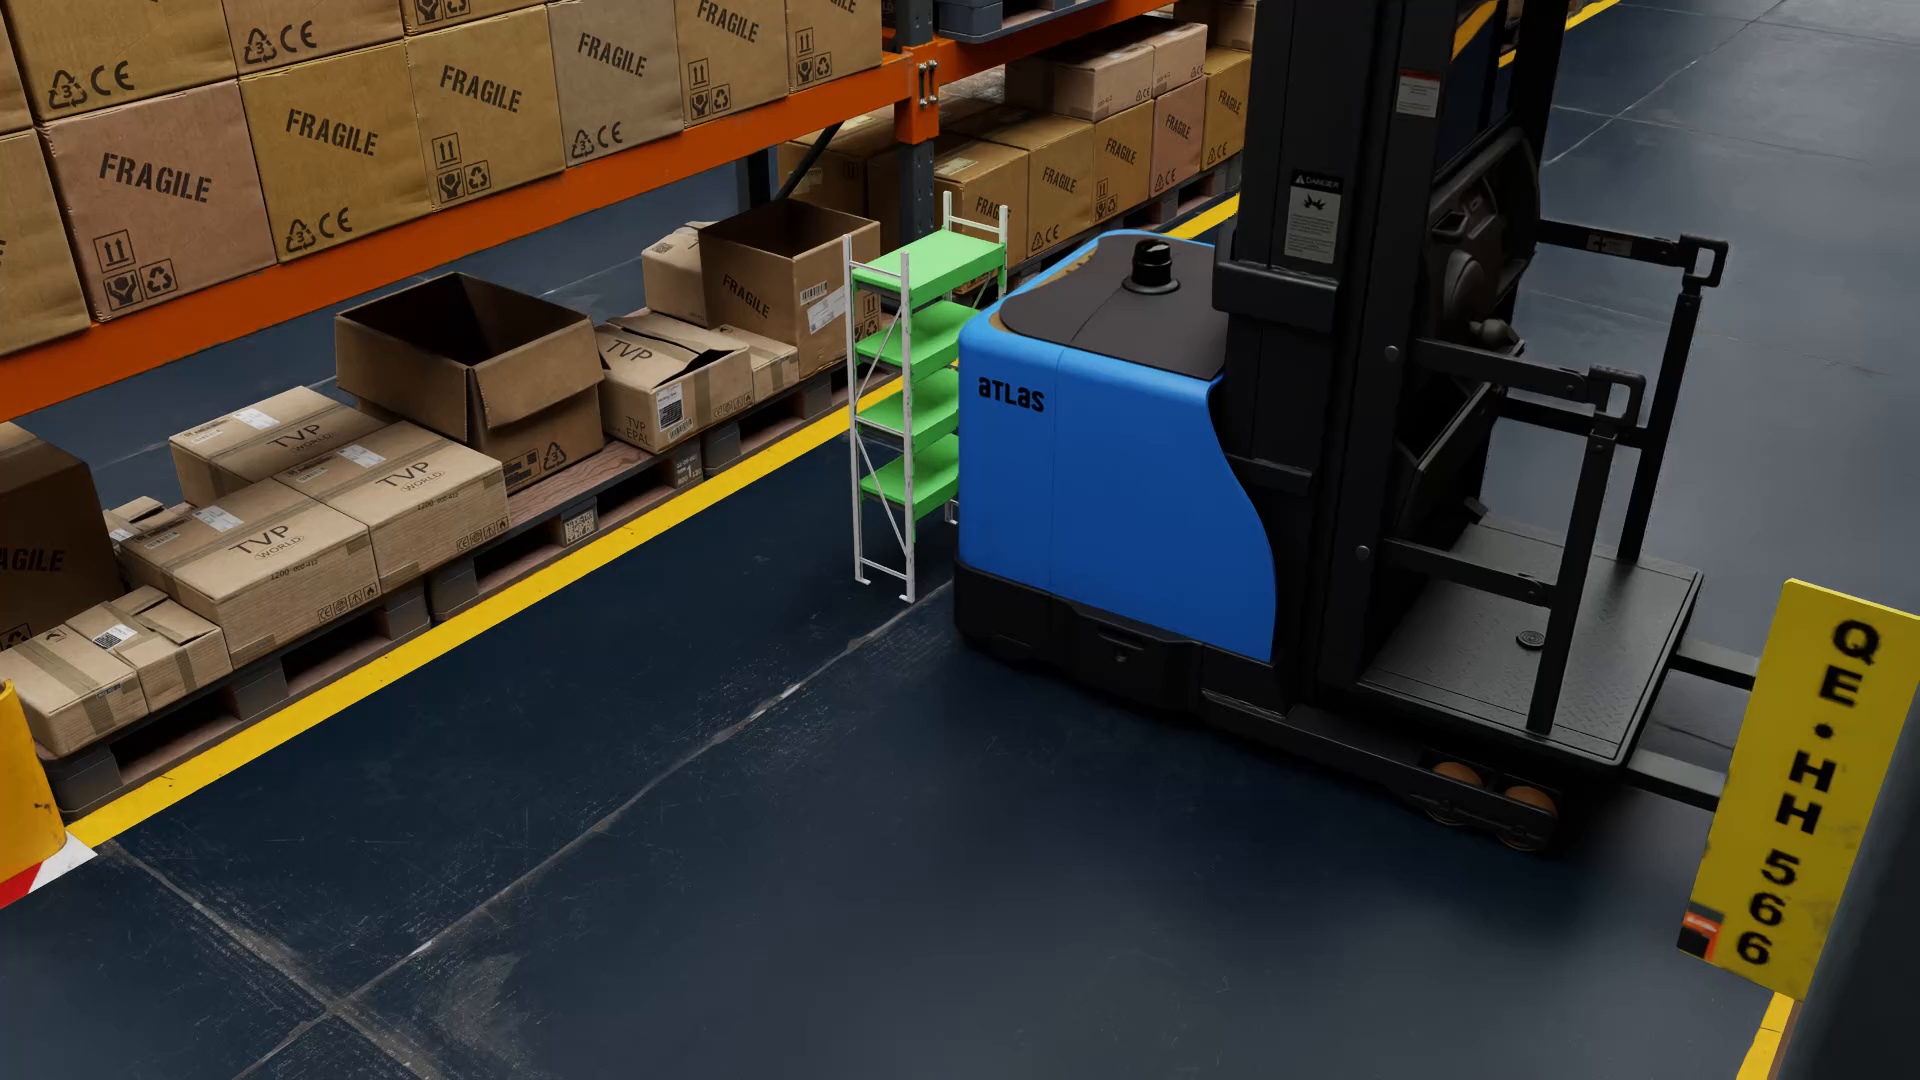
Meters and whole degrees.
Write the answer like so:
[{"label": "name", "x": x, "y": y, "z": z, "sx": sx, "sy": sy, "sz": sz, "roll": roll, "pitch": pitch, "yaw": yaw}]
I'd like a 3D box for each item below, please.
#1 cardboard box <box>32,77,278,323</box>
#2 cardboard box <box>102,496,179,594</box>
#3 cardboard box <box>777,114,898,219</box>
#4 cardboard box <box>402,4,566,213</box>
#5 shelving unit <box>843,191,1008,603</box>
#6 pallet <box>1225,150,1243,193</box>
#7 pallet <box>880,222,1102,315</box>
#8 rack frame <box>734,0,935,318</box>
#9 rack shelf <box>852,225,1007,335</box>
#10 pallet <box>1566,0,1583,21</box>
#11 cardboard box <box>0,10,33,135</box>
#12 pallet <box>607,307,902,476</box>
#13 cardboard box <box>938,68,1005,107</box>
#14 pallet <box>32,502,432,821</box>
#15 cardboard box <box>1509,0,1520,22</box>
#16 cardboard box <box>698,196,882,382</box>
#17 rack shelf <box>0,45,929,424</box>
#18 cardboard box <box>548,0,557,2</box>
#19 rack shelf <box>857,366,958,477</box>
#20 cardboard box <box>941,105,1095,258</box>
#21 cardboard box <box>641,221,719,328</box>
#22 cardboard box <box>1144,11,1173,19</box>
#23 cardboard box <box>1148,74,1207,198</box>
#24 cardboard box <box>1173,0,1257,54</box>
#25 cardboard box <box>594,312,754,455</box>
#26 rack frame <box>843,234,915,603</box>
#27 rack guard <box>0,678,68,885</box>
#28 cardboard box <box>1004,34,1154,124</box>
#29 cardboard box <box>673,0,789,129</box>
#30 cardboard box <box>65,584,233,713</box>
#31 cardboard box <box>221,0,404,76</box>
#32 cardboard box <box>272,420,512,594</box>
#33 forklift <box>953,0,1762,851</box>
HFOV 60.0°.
[{"label": "cardboard box", "x": -2.166, "y": -0.924, "z": 4.269, "sx": 0.500, "sy": 0.500, "sz": 0.500, "roll": 21, "pitch": 36, "yaw": 31}, {"label": "cardboard box", "x": -2.503, "y": 0.026, "z": 5.112, "sx": 0.380, "sy": 0.166, "sz": 0.250, "roll": 21, "pitch": 37, "yaw": 31}, {"label": "cardboard box", "x": -0.467, "y": -1.599, "z": 7.526, "sx": 0.500, "sy": 0.500, "sz": 0.500, "roll": 21, "pitch": 37, "yaw": 31}, {"label": "cardboard box", "x": -1.558, "y": -1.330, "z": 4.953, "sx": 0.500, "sy": 0.500, "sz": 0.500, "roll": 22, "pitch": 37, "yaw": 32}, {"label": "shelving unit", "x": -0.100, "y": -0.449, "z": 5.331, "sx": 0.258, "sy": 1.200, "sz": 0.503, "roll": 21, "pitch": 37, "yaw": 31}, {"label": "pallet", "x": 1.397, "y": -2.331, "z": 9.476, "sx": 1.003, "sy": 0.211, "sz": 1.213, "roll": 21, "pitch": 37, "yaw": 31}, {"label": "pallet", "x": -0.076, "y": -1.339, "z": 7.802, "sx": 1.003, "sy": 0.211, "sz": 1.213, "roll": 21, "pitch": 37, "yaw": 31}, {"label": "rack frame", "x": -0.537, "y": -2.196, "z": 6.514, "sx": 1.000, "sy": 3.000, "sz": 0.127, "roll": 21, "pitch": 37, "yaw": 31}, {"label": "rack shelf", "x": -0.100, "y": -0.807, "z": 5.118, "sx": 0.258, "sy": 0.148, "sz": 0.480, "roll": 21, "pitch": 37, "yaw": 31}, {"label": "pallet", "x": 3.879, "y": -3.937, "z": 12.186, "sx": 1.003, "sy": 0.211, "sz": 1.213, "roll": 21, "pitch": 37, "yaw": 31}, {"label": "cardboard box", "x": -2.473, "y": -1.143, "z": 3.657, "sx": 0.500, "sy": 0.500, "sz": 0.500, "roll": 22, "pitch": 37, "yaw": 33}, {"label": "pallet", "x": -0.952, "y": -0.718, "z": 6.754, "sx": 1.003, "sy": 0.211, "sz": 1.213, "roll": 21, "pitch": 37, "yaw": 31}, {"label": "cardboard box", "x": 0.141, "y": -2.001, "z": 8.204, "sx": 0.500, "sy": 0.500, "sz": 0.500, "roll": 22, "pitch": 37, "yaw": 32}, {"label": "pallet", "x": -2.425, "y": 0.274, "z": 5.081, "sx": 1.003, "sy": 0.211, "sz": 1.213, "roll": 21, "pitch": 37, "yaw": 31}, {"label": "cardboard box", "x": 3.658, "y": -3.775, "z": 11.462, "sx": 0.500, "sy": 0.250, "sz": 0.500, "roll": 22, "pitch": 37, "yaw": 32}, {"label": "cardboard box", "x": -0.655, "y": -0.991, "z": 6.501, "sx": 0.500, "sy": 0.500, "sz": 0.500, "roll": 21, "pitch": 37, "yaw": 31}, {"label": "rack shelf", "x": -1.744, "y": -1.074, "z": 5.325, "sx": 1.077, "sy": 0.370, "sz": 4.000, "roll": 21, "pitch": 37, "yaw": 31}, {"label": "cardboard box", "x": -1.247, "y": -1.970, "z": 5.054, "sx": 0.500, "sy": 0.500, "sz": 0.500, "roll": 21, "pitch": 37, "yaw": 32}, {"label": "rack shelf", "x": -0.100, "y": -0.394, "z": 5.363, "sx": 0.258, "sy": 0.148, "sz": 0.480, "roll": 21, "pitch": 37, "yaw": 31}, {"label": "cardboard box", "x": 0.263, "y": -1.652, "z": 7.616, "sx": 0.500, "sy": 0.500, "sz": 0.500, "roll": 22, "pitch": 37, "yaw": 32}, {"label": "cardboard box", "x": -0.963, "y": -1.125, "z": 6.911, "sx": 0.500, "sy": 0.311, "sz": 0.500, "roll": 21, "pitch": 37, "yaw": 31}, {"label": "cardboard box", "x": 1.064, "y": -2.624, "z": 9.256, "sx": 0.500, "sy": 0.500, "sz": 0.500, "roll": 20, "pitch": 36, "yaw": 30}, {"label": "cardboard box", "x": 0.876, "y": -2.058, "z": 8.301, "sx": 0.500, "sy": 0.500, "sz": 0.500, "roll": 20, "pitch": 36, "yaw": 30}, {"label": "cardboard box", "x": 1.470, "y": -2.782, "z": 8.787, "sx": 0.500, "sy": 0.250, "sz": 0.500, "roll": 23, "pitch": 37, "yaw": 33}, {"label": "cardboard box", "x": -1.107, "y": -0.605, "z": 6.035, "sx": 0.500, "sy": 0.311, "sz": 0.500, "roll": 21, "pitch": 37, "yaw": 31}, {"label": "rack frame", "x": -0.247, "y": -0.350, "z": 5.163, "sx": 0.240, "sy": 1.200, "sz": 0.015, "roll": 21, "pitch": 37, "yaw": 31}, {"label": "rack guard", "x": -2.906, "y": 0.474, "z": 4.460, "sx": 1.175, "sy": 0.500, "sz": 0.348, "roll": 21, "pitch": 37, "yaw": 31}, {"label": "cardboard box", "x": 0.553, "y": -2.161, "z": 7.739, "sx": 0.500, "sy": 0.250, "sz": 0.500, "roll": 21, "pitch": 37, "yaw": 31}, {"label": "cardboard box", "x": -0.944, "y": -1.747, "z": 5.658, "sx": 0.500, "sy": 0.500, "sz": 0.500, "roll": 22, "pitch": 37, "yaw": 33}, {"label": "cardboard box", "x": -2.274, "y": 0.293, "z": 4.661, "sx": 0.380, "sy": 0.166, "sz": 0.250, "roll": 21, "pitch": 37, "yaw": 31}, {"label": "cardboard box", "x": -1.858, "y": -1.559, "z": 4.360, "sx": 0.500, "sy": 0.500, "sz": 0.500, "roll": 22, "pitch": 37, "yaw": 32}, {"label": "cardboard box", "x": -1.793, "y": -0.117, "z": 5.271, "sx": 0.500, "sy": 0.250, "sz": 0.500, "roll": 21, "pitch": 37, "yaw": 31}, {"label": "forklift", "x": 1.505, "y": -0.755, "z": 4.149, "sx": 3.031, "sy": 2.935, "sz": 1.130, "roll": 17, "pitch": 35, "yaw": 27}]
